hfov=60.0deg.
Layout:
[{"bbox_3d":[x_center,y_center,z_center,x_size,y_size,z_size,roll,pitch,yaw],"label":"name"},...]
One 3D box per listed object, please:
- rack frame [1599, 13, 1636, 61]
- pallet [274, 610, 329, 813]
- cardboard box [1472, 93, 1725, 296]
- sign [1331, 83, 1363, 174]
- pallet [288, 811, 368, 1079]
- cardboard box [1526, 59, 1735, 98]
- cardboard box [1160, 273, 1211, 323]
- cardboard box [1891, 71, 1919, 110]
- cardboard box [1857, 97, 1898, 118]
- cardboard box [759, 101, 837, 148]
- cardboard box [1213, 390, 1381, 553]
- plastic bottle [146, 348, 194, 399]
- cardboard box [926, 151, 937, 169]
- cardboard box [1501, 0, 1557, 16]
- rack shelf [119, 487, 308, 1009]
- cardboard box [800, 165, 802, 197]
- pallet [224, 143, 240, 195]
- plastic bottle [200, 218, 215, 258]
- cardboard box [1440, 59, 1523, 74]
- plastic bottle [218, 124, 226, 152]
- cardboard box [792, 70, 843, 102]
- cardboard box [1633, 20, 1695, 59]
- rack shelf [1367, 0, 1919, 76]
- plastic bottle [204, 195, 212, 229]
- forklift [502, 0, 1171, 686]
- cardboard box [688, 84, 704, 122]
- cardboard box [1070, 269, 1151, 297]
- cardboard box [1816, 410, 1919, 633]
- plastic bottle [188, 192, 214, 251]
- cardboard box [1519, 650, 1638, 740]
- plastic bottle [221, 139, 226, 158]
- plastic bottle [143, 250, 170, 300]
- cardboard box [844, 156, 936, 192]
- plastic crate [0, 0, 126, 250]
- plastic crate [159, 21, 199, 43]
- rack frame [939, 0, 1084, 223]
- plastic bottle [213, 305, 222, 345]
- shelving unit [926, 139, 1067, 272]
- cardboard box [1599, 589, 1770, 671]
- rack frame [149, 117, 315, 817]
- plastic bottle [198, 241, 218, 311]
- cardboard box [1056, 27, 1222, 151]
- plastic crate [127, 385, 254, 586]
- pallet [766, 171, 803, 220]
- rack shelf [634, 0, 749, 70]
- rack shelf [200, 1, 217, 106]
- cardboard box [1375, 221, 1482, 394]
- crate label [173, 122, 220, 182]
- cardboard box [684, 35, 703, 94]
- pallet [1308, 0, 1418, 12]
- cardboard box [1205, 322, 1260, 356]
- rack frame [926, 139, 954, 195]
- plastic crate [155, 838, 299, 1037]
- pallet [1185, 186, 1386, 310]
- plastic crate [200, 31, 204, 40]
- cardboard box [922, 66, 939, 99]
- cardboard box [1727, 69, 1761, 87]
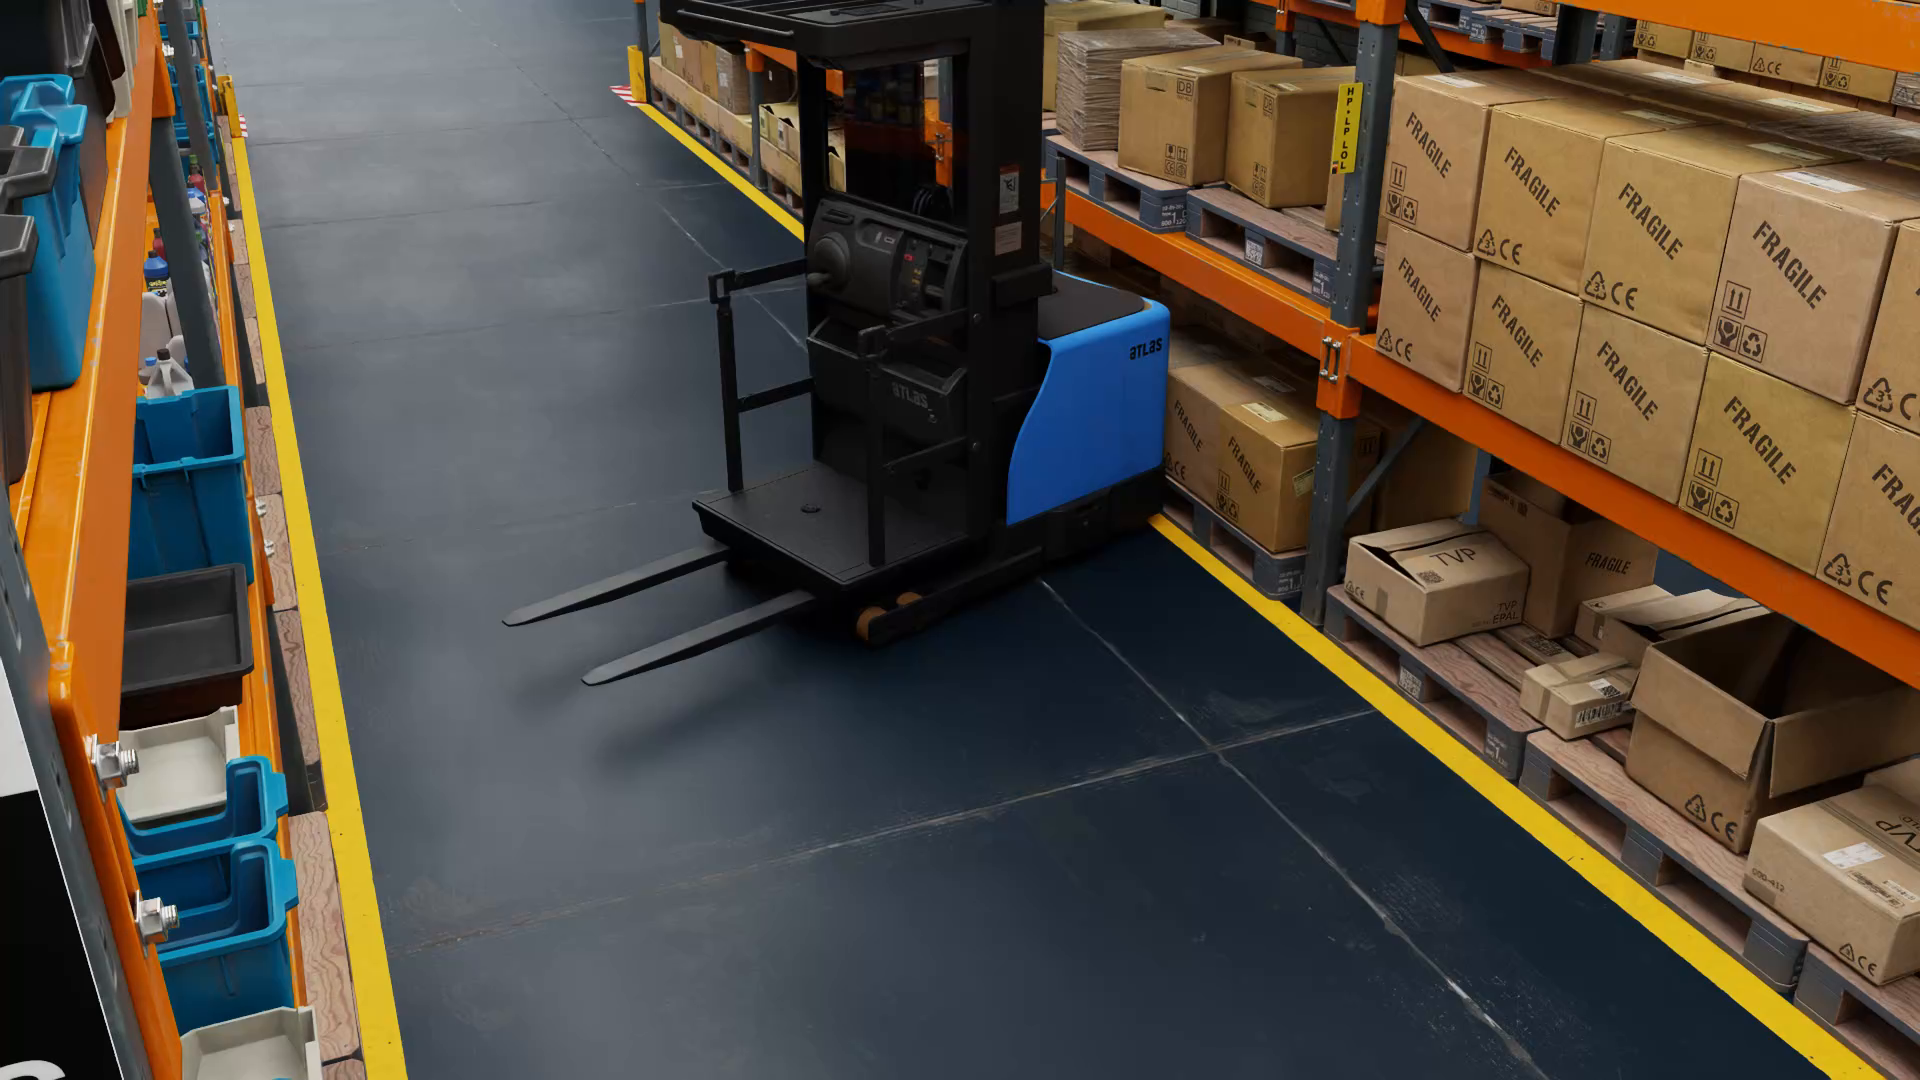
[{"bbox_3d":[4.919,-3.552,11.606,1.000,3.000,0.127,-11,28,-21],"label":"rack frame"},{"bbox_3d":[-2.895,0.700,6.077,1.003,0.211,1.213,-11,28,-21],"label":"pallet"},{"bbox_3d":[2.057,-1.132,5.396,0.500,0.500,0.500,-11,28,-22],"label":"cardboard box"},{"bbox_3d":[1.419,-1.508,6.100,0.100,0.325,0.005,-11,28,-21],"label":"sign"},{"bbox_3d":[-2.307,1.308,4.830,1.003,0.211,1.213,-11,28,-21],"label":"pallet"},{"bbox_3d":[2.365,-1.419,5.984,0.500,0.500,0.500,-10,28,-20],"label":"cardboard box"},{"bbox_3d":[1.375,-1.339,8.567,0.500,0.250,0.500,-11,28,-22],"label":"cardboard box"},{"bbox_3d":[5.675,-2.676,9.337,0.500,0.500,0.500,-11,28,-20],"label":"cardboard box"},{"bbox_3d":[5.542,-2.551,9.819,0.380,0.149,0.250,-10,28,-19],"label":"cardboard box"},{"bbox_3d":[-1.272,-3.309,13.126,0.500,0.311,0.500,-10,28,-20],"label":"cardboard box"},{"bbox_3d":[1.472,-0.309,7.311,0.500,0.500,0.500,-11,28,-21],"label":"cardboard box"},{"bbox_3d":[-2.486,-0.427,5.261,0.144,0.351,0.185,-11,28,-21],"label":"plastic bottle"},{"bbox_3d":[0.016,-2.583,11.638,0.500,0.311,0.500,-11,28,-22],"label":"cardboard box"},{"bbox_3d":[4.482,-4.203,12.325,0.700,0.500,0.500,-13,29,-25],"label":"cardboard box"},{"bbox_3d":[-1.847,0.896,3.316,1.077,0.370,4.000,-11,28,-21],"label":"rack shelf"},{"bbox_3d":[-0.870,-2.646,12.407,0.500,0.250,0.500,-11,28,-22],"label":"cardboard box"},{"bbox_3d":[-6.470,-2.983,13.619,1.003,0.211,1.213,-11,28,-21],"label":"pallet"},{"bbox_3d":[-3.337,-1.331,7.284,0.097,0.201,0.097,0,26,0],"label":"plastic bottle"},{"bbox_3d":[4.217,-3.693,13.387,0.500,0.250,0.500,-11,28,-21],"label":"cardboard box"},{"bbox_3d":[-6.145,-3.346,13.779,0.061,0.283,0.133,-10,28,-19],"label":"plastic bottle"},{"bbox_3d":[-1.098,-3.845,14.007,0.500,0.500,0.500,-11,28,-21],"label":"cardboard box"},{"bbox_3d":[4.873,-3.499,11.023,0.500,0.500,0.500,-10,28,-19],"label":"cardboard box"},{"bbox_3d":[2.712,-1.302,4.398,1.077,0.370,4.000,-11,28,-21],"label":"rack shelf"},{"bbox_3d":[-3.527,-1.527,7.686,0.097,0.201,0.097,0,26,0],"label":"plastic bottle"},{"bbox_3d":[-0.468,-1.133,6.729,3.031,2.935,1.130,-22,33,-37],"label":"forklift"},{"bbox_3d":[-2.180,-4.021,15.223,0.500,0.250,0.500,-11,28,-21],"label":"cardboard box"},{"bbox_3d":[0.679,-1.127,8.987,0.500,0.500,0.500,-11,28,-21],"label":"cardboard box"},{"bbox_3d":[2.672,-0.060,4.340,0.500,0.500,0.500,-10,28,-20],"label":"cardboard box"},{"bbox_3d":[-3.375,-1.402,7.349,0.097,0.271,0.097,0,26,0],"label":"plastic bottle"},{"bbox_3d":[2.242,0.545,5.942,0.380,0.166,0.250,-11,28,-21],"label":"cardboard box"},{"bbox_3d":[-5.938,-3.117,13.232,0.144,0.351,0.185,-11,28,-21],"label":"plastic bottle"},{"bbox_3d":[-3.144,-1.002,6.530,0.097,0.271,0.097,0,26,0],"label":"plastic bottle"},{"bbox_3d":[-0.474,-2.486,11.440,0.500,0.311,0.500,-11,28,-21],"label":"cardboard box"},{"bbox_3d":[-1.410,-0.604,2.220,0.504,0.338,0.767,-11,28,-21],"label":"plastic crate"},{"bbox_3d":[-5.045,-3.065,10.628,0.392,0.384,0.575,-11,28,-21],"label":"plastic crate"},{"bbox_3d":[0.362,-2.699,9.859,1.000,3.000,0.127,-11,28,-21],"label":"rack frame"},{"bbox_3d":[-2.844,-0.823,6.244,0.097,0.201,0.097,0,26,0],"label":"plastic bottle"},{"bbox_3d":[0.091,-1.360,8.826,0.587,1.500,1.083,-11,28,-21],"label":"shelving unit"},{"bbox_3d":[2.706,0.410,6.054,0.500,0.311,0.500,-11,28,-21],"label":"cardboard box"},{"bbox_3d":[-2.631,-0.235,4.812,1.000,3.000,0.127,-11,28,-21],"label":"rack frame"},{"bbox_3d":[-3.050,-1.076,6.591,0.144,0.351,0.185,-11,28,-21],"label":"plastic bottle"},{"bbox_3d":[0.895,-2.296,8.441,0.700,0.500,0.500,-5,27,-11],"label":"cardboard box"},{"bbox_3d":[-2.134,-0.125,4.536,0.392,0.384,0.575,-11,28,-21],"label":"plastic crate"},{"bbox_3d":[-0.880,-2.770,13.183,1.003,0.211,1.213,-11,28,-21],"label":"pallet"},{"bbox_3d":[-1.988,-4.798,14.978,1.077,0.370,4.000,-11,28,-21],"label":"rack shelf"},{"bbox_3d":[-6.547,-3.949,13.238,1.077,0.370,4.000,-11,28,-21],"label":"rack shelf"},{"bbox_3d":[1.877,-0.877,6.013,0.500,0.500,0.500,-10,28,-19],"label":"cardboard box"},{"bbox_3d":[-4.017,-2.009,8.636,0.303,0.233,0.416,-11,28,-21],"label":"crate label"},{"bbox_3d":[-2.181,-4.358,15.058,0.500,0.500,0.500,-11,28,-21],"label":"cardboard box"},{"bbox_3d":[3.518,-4.747,14.272,1.003,0.211,1.213,-11,28,-21],"label":"pallet"},{"bbox_3d":[1.555,-0.812,8.343,0.500,0.500,0.500,-10,28,-20],"label":"cardboard box"},{"bbox_3d":[-0.112,-1.569,9.253,0.500,1.500,0.032,-11,28,-21],"label":"rack frame"},{"bbox_3d":[-1.374,0.740,2.937,0.416,0.233,0.300,-11,28,-21],"label":"plastic crate"},{"bbox_3d":[1.716,-1.339,7.293,1.003,0.211,1.213,-11,28,-21],"label":"pallet"},{"bbox_3d":[-5.852,-3.670,11.918,0.767,0.338,0.504,-11,28,-21],"label":"plastic crate"},{"bbox_3d":[-0.244,-2.902,10.561,0.380,0.149,0.250,-11,28,-21],"label":"cardboard box"},{"bbox_3d":[5.163,-2.970,10.677,0.380,0.149,0.250,-11,28,-21],"label":"cardboard box"}]
